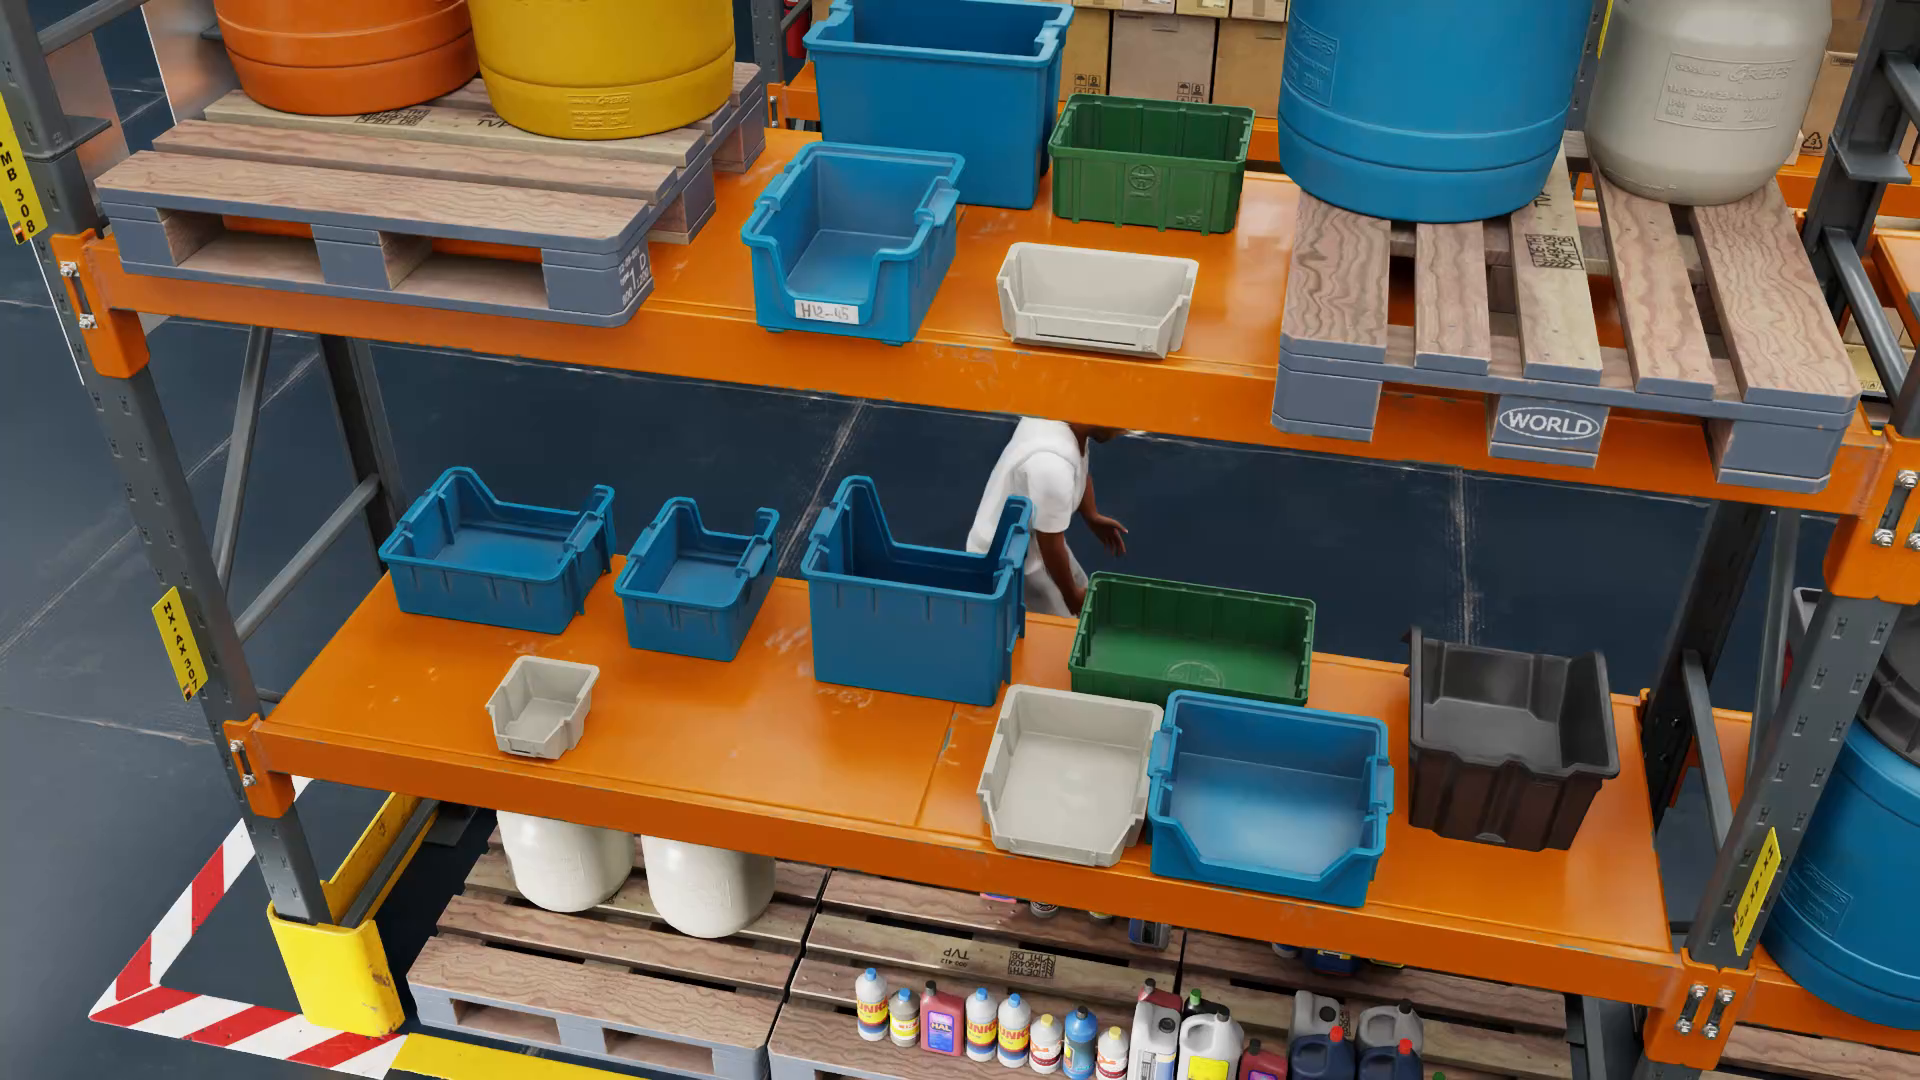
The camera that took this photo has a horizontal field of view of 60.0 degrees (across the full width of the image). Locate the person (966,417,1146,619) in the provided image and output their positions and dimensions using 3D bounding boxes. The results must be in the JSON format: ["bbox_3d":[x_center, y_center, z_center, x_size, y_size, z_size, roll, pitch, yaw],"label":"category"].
[{"bbox_3d":[0.351,0.029,6.238,0.622,1.591,0.620,8,37,11],"label":"person"}]
